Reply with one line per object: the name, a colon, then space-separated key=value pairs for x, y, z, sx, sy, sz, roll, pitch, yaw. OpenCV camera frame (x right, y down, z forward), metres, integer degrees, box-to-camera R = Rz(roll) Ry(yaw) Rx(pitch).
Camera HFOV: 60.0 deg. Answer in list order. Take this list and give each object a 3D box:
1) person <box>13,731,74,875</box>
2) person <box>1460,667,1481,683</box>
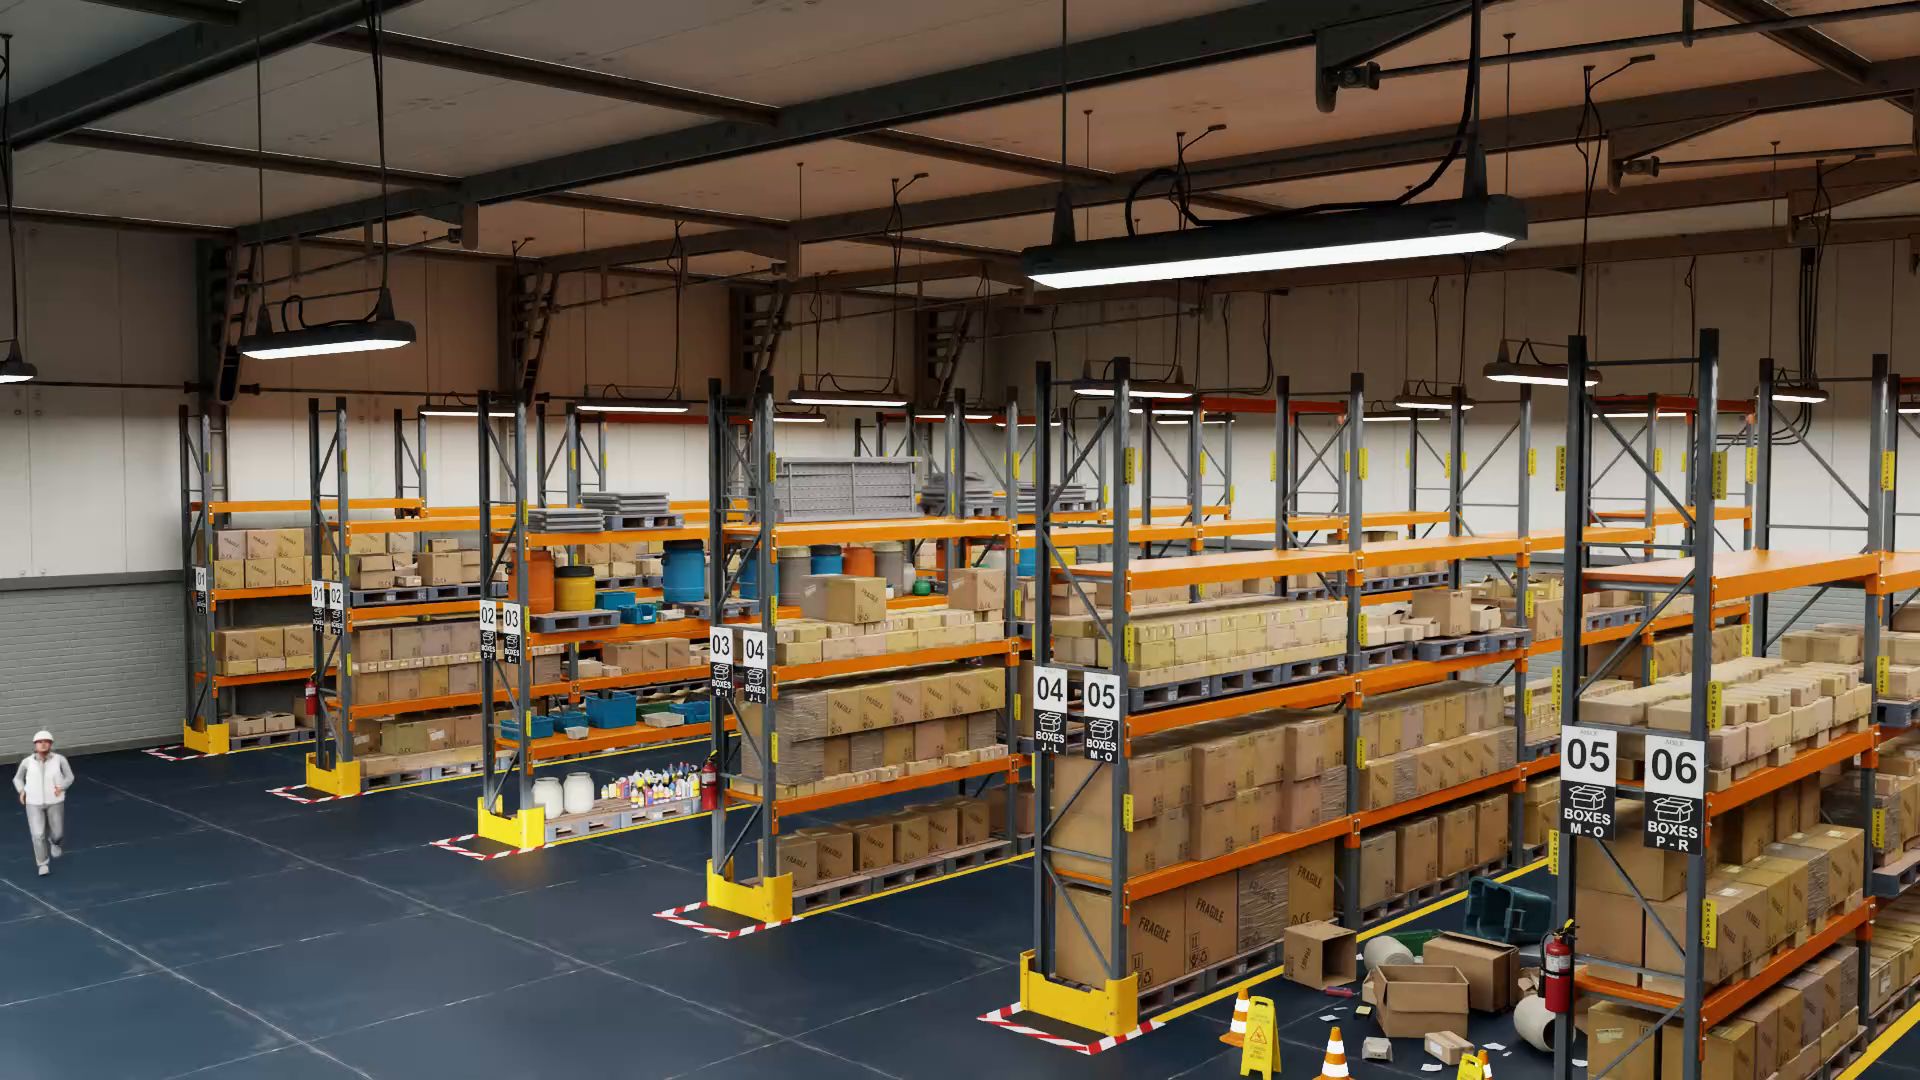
person: x=-11.301 y=3.219 z=20.516 sx=0.664 sy=1.729 sz=0.725 roll=-2 pitch=3 yaw=-28
person: x=9.507 y=2.711 z=31.211 sx=0.556 sy=1.615 sz=0.585 roll=-2 pitch=3 yaw=-30
